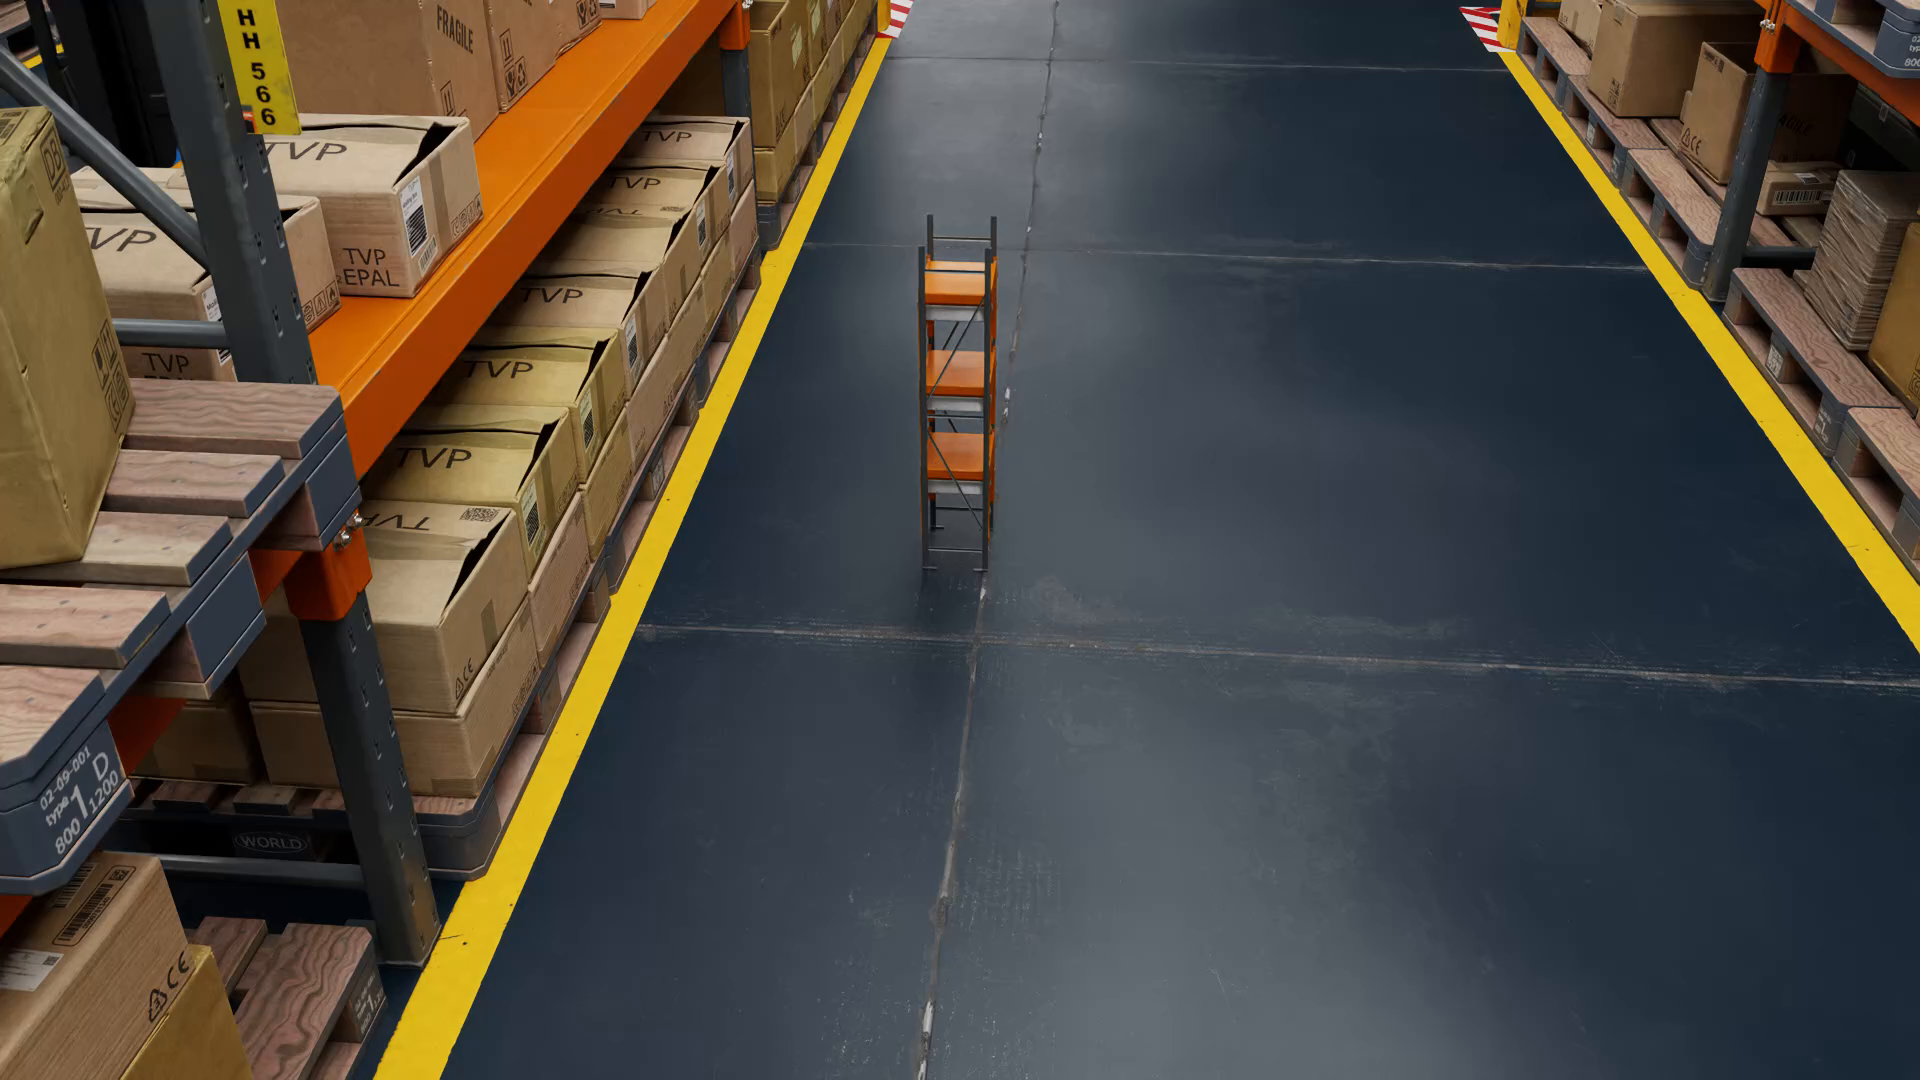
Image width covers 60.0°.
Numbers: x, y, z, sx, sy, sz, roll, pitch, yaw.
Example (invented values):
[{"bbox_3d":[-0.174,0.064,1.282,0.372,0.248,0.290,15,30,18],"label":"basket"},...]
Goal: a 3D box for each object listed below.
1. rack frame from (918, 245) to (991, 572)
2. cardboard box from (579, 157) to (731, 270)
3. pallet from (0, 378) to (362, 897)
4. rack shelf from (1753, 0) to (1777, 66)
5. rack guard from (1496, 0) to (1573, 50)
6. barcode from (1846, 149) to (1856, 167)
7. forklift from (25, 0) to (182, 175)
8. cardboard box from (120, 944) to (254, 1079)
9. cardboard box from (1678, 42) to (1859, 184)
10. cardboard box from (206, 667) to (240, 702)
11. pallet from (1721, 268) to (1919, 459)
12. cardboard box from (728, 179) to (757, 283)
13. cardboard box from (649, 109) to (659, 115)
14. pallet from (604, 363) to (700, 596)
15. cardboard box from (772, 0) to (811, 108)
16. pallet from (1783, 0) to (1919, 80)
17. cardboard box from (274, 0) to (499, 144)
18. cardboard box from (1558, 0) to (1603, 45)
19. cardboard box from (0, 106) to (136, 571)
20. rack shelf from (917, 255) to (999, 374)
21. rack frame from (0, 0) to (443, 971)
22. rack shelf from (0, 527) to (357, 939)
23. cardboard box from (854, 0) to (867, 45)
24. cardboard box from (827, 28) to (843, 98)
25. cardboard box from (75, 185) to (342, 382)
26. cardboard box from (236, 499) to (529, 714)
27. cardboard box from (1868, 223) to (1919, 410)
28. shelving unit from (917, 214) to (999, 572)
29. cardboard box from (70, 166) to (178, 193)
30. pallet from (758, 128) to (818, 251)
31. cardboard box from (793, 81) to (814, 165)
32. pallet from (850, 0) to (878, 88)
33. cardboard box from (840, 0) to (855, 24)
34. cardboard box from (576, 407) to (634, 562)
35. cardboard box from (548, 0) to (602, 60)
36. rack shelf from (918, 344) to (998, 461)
[{"bbox_3d":[-0.014,-0.355,4.826,0.200,1.050,0.008,2,32,4],"label":"rack frame"},{"bbox_3d":[-1.144,-1.216,6.050,0.500,0.311,0.500,3,32,5],"label":"cardboard box"},{"bbox_3d":[-1.671,0.065,2.468,1.213,0.211,1.003,2,32,4],"label":"pallet"},{"bbox_3d":[3.740,-2.995,7.937,1.077,0.370,4.000,2,32,4],"label":"rack shelf"},{"bbox_3d":[3.896,-3.244,10.037,1.175,0.500,0.348,2,32,4],"label":"rack guard"},{"bbox_3d":[3.945,-1.691,7.366,0.001,0.075,0.075,2,32,4],"label":"barcode"},{"bbox_3d":[-3.559,-2.396,6.344,3.031,2.935,1.130,-4,32,-6],"label":"forklift"},{"bbox_3d":[-1.528,1.002,2.728,0.500,0.500,0.500,4,32,6],"label":"cardboard box"},{"bbox_3d":[3.622,-1.923,7.475,0.500,0.500,0.500,0,32,0],"label":"cardboard box"},{"bbox_3d":[-1.889,0.095,3.923,0.500,0.311,0.500,3,32,5],"label":"cardboard box"},{"bbox_3d":[3.515,-0.662,6.122,1.003,0.211,1.213,2,32,4],"label":"pallet"},{"bbox_3d":[-1.105,-1.244,6.631,0.500,0.250,0.500,2,32,4],"label":"cardboard box"},{"bbox_3d":[-1.541,-1.725,7.411,0.500,0.250,0.500,2,32,4],"label":"cardboard box"},{"bbox_3d":[-1.478,-0.252,5.457,1.003,0.211,1.213,2,32,4],"label":"pallet"},{"bbox_3d":[-0.978,-2.284,7.603,0.500,0.500,0.500,2,32,4],"label":"cardboard box"},{"bbox_3d":[3.370,-1.781,5.463,1.003,0.211,1.213,2,32,4],"label":"pallet"},{"bbox_3d":[-1.566,-1.294,4.396,0.500,0.500,0.500,1,32,1],"label":"cardboard box"},{"bbox_3d":[3.757,-3.032,9.454,0.500,0.311,0.500,-1,32,-2],"label":"cardboard box"},{"bbox_3d":[-1.625,-0.261,2.319,0.700,0.500,0.500,-8,33,-13],"label":"cardboard box"},{"bbox_3d":[-0.004,-0.652,4.786,0.215,0.259,0.240,2,32,4],"label":"rack shelf"},{"bbox_3d":[-1.686,-0.374,2.998,1.000,3.000,0.127,2,32,4],"label":"rack frame"},{"bbox_3d":[-1.849,0.978,1.489,1.077,0.370,4.000,2,32,4],"label":"rack shelf"},{"bbox_3d":[-0.813,-3.010,9.496,0.500,0.250,0.500,2,32,4],"label":"cardboard box"},{"bbox_3d":[-0.894,-2.487,8.648,0.500,0.250,0.500,2,32,4],"label":"cardboard box"},{"bbox_3d":[-1.613,-0.524,3.326,0.500,0.311,0.500,4,32,7],"label":"cardboard box"},{"bbox_3d":[-1.351,0.118,3.886,0.500,0.311,0.500,3,32,6],"label":"cardboard box"},{"bbox_3d":[3.542,-0.721,5.524,0.700,0.500,0.500,2,32,3],"label":"cardboard box"},{"bbox_3d":[-0.004,-0.419,4.929,0.215,1.050,0.252,2,32,4],"label":"shelving unit"},{"bbox_3d":[-1.888,-0.749,3.846,0.380,0.149,0.250,2,32,4],"label":"cardboard box"},{"bbox_3d":[-1.254,-1.692,7.795,1.003,0.211,1.213,2,32,4],"label":"pallet"},{"bbox_3d":[-0.975,-1.964,7.799,0.500,0.250,0.500,2,32,4],"label":"cardboard box"},{"bbox_3d":[-1.055,-2.968,9.865,1.003,0.211,1.213,2,32,4],"label":"pallet"},{"bbox_3d":[-0.849,-3.068,8.875,0.500,0.500,0.500,2,32,4],"label":"cardboard box"},{"bbox_3d":[-1.275,-0.178,4.901,0.500,0.250,0.500,2,32,3],"label":"cardboard box"},{"bbox_3d":[-1.482,-1.832,5.268,0.500,0.500,0.500,5,32,8],"label":"cardboard box"},{"bbox_3d":[-0.004,-0.410,4.935,0.215,0.259,0.240,2,32,4],"label":"rack shelf"}]
